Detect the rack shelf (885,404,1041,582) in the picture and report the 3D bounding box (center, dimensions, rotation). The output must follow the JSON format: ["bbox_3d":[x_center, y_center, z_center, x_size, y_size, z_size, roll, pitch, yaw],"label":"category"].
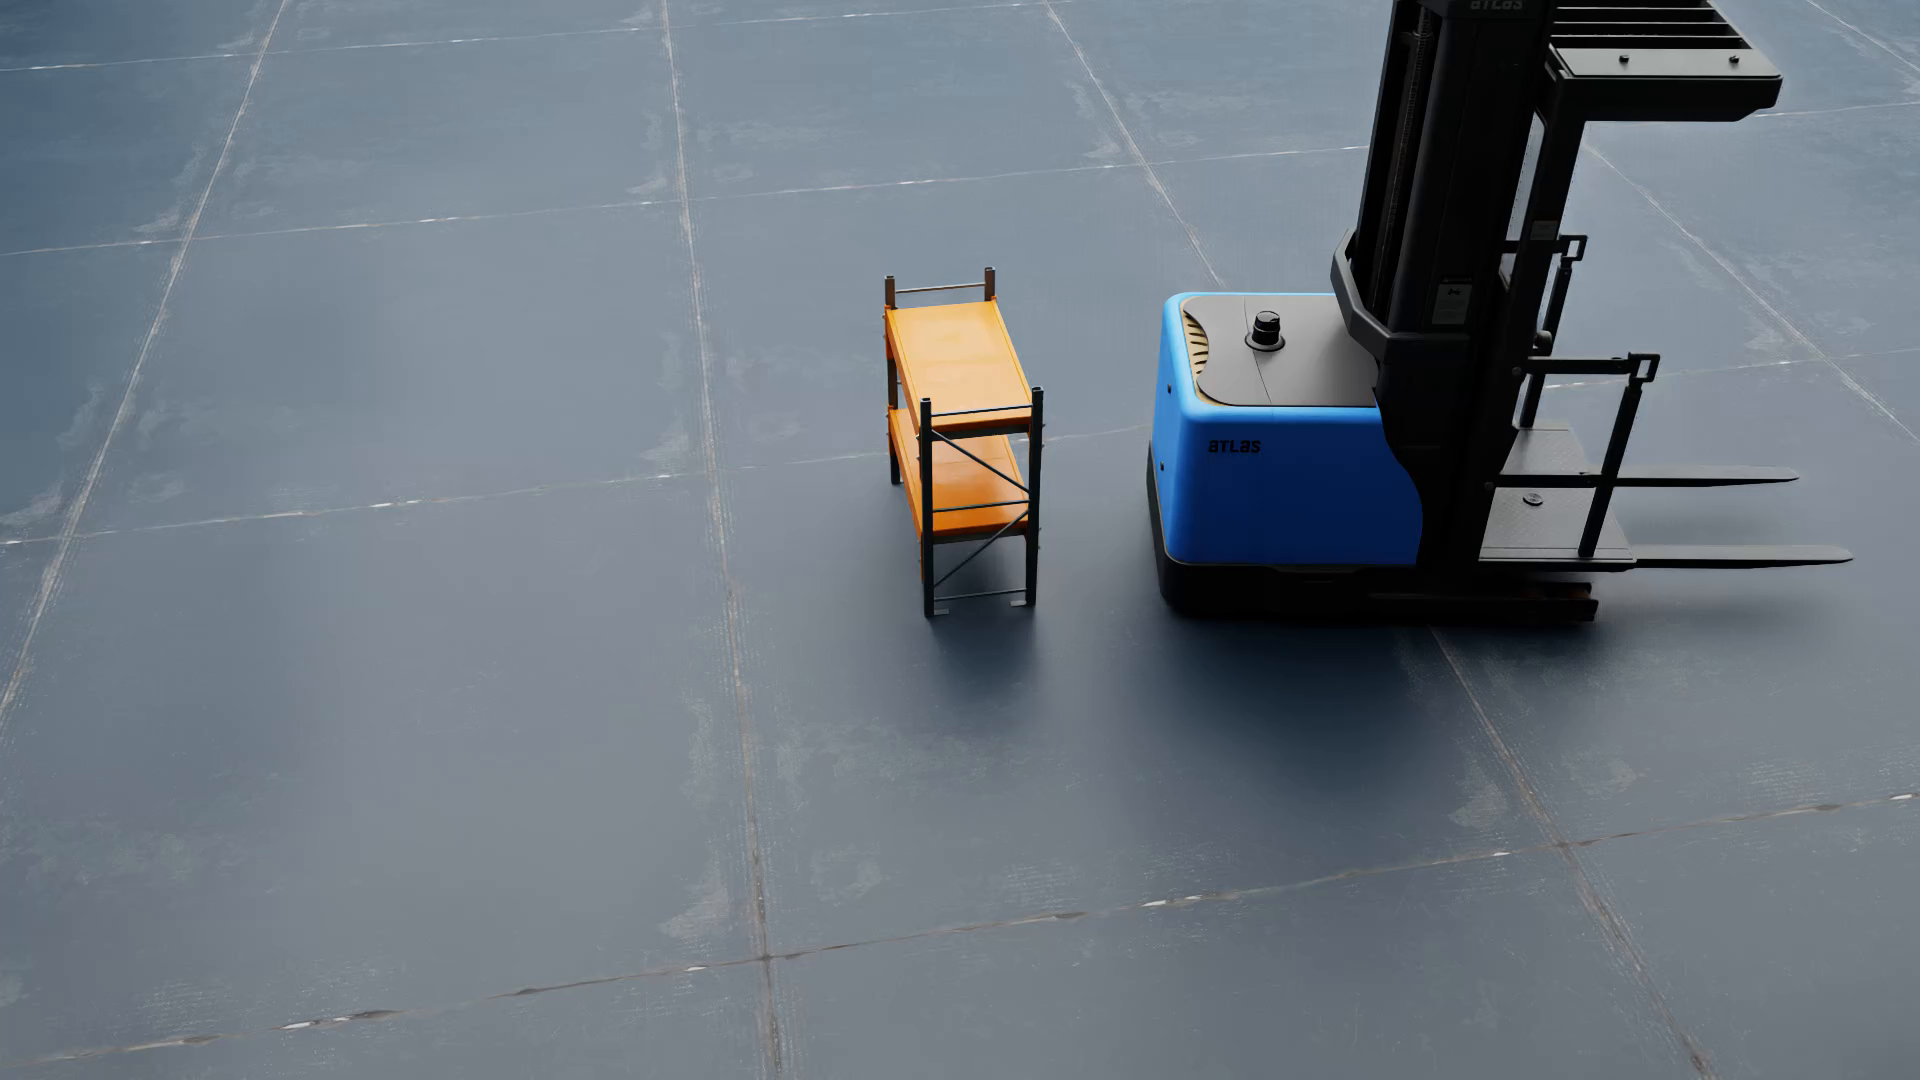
[{"bbox_3d":[-0.001,-0.255,7.560,0.538,0.278,1.000,-6,38,-8],"label":"rack shelf"}]

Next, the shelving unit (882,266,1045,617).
[{"bbox_3d":[-0.001,-0.448,7.410,0.538,1.125,1.048,-6,38,-8],"label":"shelving unit"}]

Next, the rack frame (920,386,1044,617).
[{"bbox_3d":[0.088,-0.141,7.015,0.500,1.125,0.032,-6,38,-8],"label":"rack frame"}]

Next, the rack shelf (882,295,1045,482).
[{"bbox_3d":[-0.001,-0.679,7.231,0.538,0.278,1.000,-6,38,-8],"label":"rack shelf"}]

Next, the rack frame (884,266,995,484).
[{"bbox_3d":[-0.090,-0.755,7.805,0.500,1.125,0.032,-6,38,-8],"label":"rack frame"}]

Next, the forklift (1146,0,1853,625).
[{"bbox_3d":[2.405,-1.115,6.796,3.031,2.935,1.130,0,38,1],"label":"forklift"}]
